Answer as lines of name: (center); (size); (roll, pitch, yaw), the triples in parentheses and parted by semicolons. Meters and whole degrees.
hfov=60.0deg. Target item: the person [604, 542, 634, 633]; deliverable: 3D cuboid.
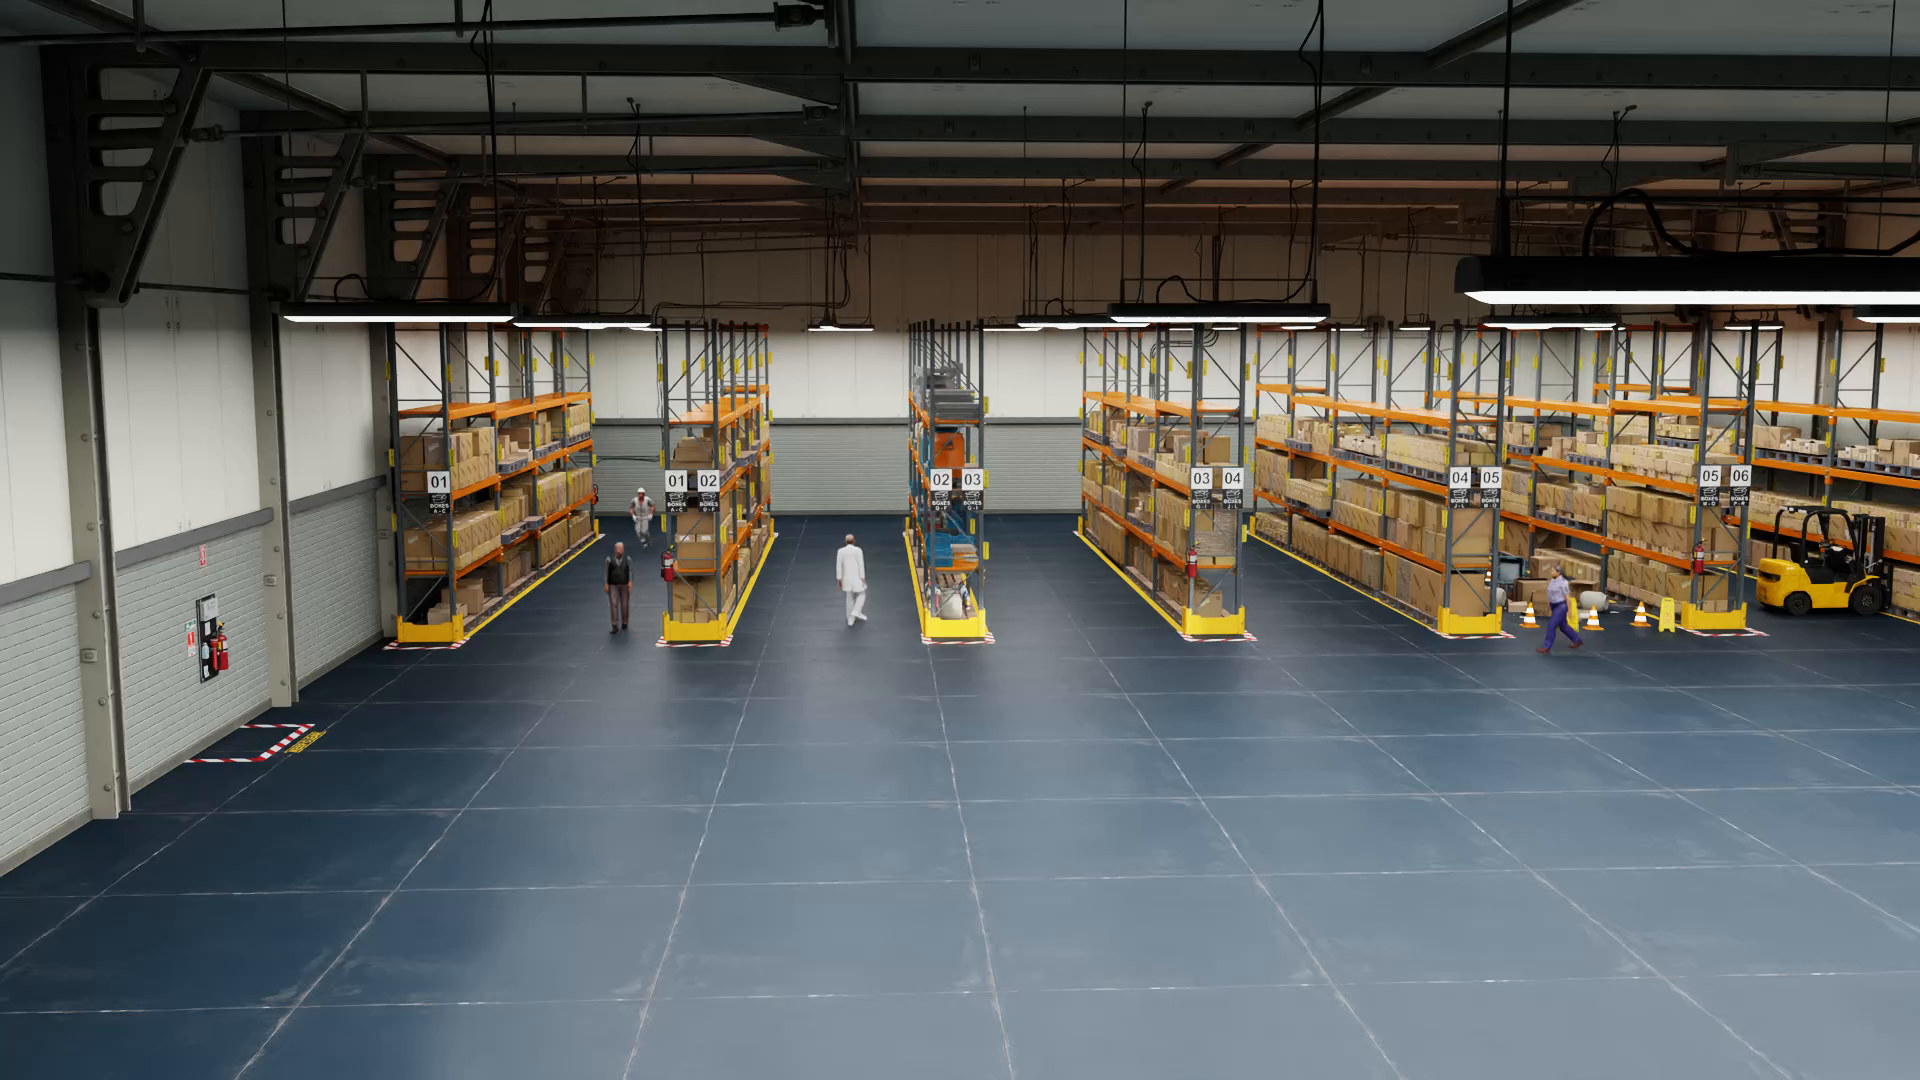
person: (-6.585, 0.926, 32.188); (0.572, 1.723, 0.791); (-2, 7, -16)

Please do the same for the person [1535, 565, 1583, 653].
person: (10.813, 1.230, 29.954); (1.014, 1.595, 0.517); (-1, 7, -9)

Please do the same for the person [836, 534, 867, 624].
person: (-2.145, 0.783, 32.881); (0.622, 1.769, 0.572); (1, 7, 8)

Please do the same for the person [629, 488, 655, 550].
person: (-8.462, -0.564, 44.229); (0.650, 1.680, 0.659); (1, 7, 6)
